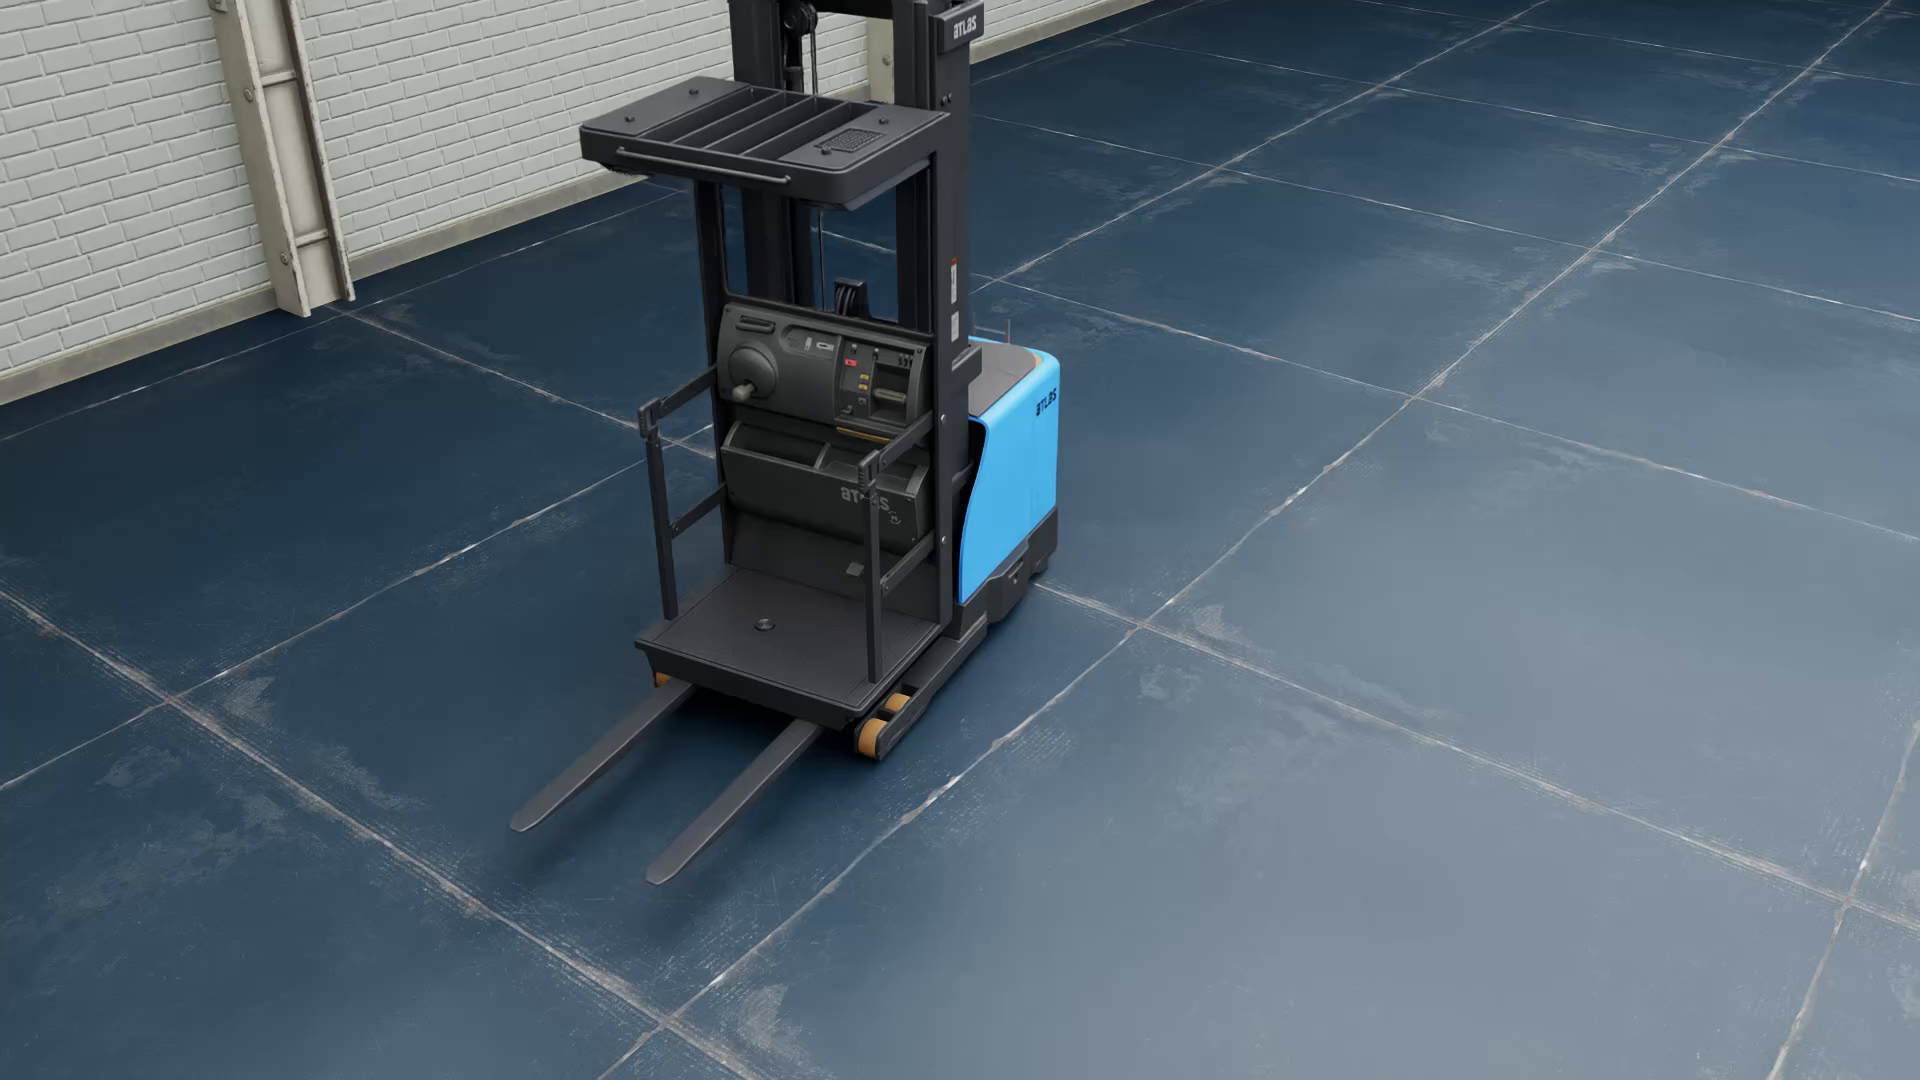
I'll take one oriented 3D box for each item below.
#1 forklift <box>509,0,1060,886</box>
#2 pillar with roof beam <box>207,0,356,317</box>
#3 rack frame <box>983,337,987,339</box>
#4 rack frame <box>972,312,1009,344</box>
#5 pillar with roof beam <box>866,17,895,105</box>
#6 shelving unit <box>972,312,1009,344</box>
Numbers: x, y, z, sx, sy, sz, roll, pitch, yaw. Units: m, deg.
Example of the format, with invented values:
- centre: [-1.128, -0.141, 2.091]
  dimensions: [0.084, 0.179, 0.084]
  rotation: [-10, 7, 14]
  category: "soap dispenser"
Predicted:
- centre: [-0.654, -0.631, 6.440]
  dimensions: [1.130, 2.935, 3.031]
  rotation: [15, 34, 23]
  category: "forklift"
- centre: [-0.775, -4.099, 6.340]
  dimensions: [9.100, 9.000, 0.400]
  rotation: [21, 37, 31]
  category: "pillar with roof beam"
- centre: [0.035, -0.516, 8.091]
  dimensions: [0.200, 1.050, 0.008]
  rotation: [15, 34, 23]
  category: "rack frame"
- centre: [0.147, -0.627, 8.278]
  dimensions: [0.200, 1.050, 0.008]
  rotation: [15, 34, 23]
  category: "rack frame"
- centre: [2.847, -6.538, 10.455]
  dimensions: [9.100, 9.000, 0.400]
  rotation: [21, 37, 31]
  category: "pillar with roof beam"
- centre: [0.091, -0.572, 8.185]
  dimensions: [0.215, 1.050, 0.252]
  rotation: [15, 34, 23]
  category: "shelving unit"
